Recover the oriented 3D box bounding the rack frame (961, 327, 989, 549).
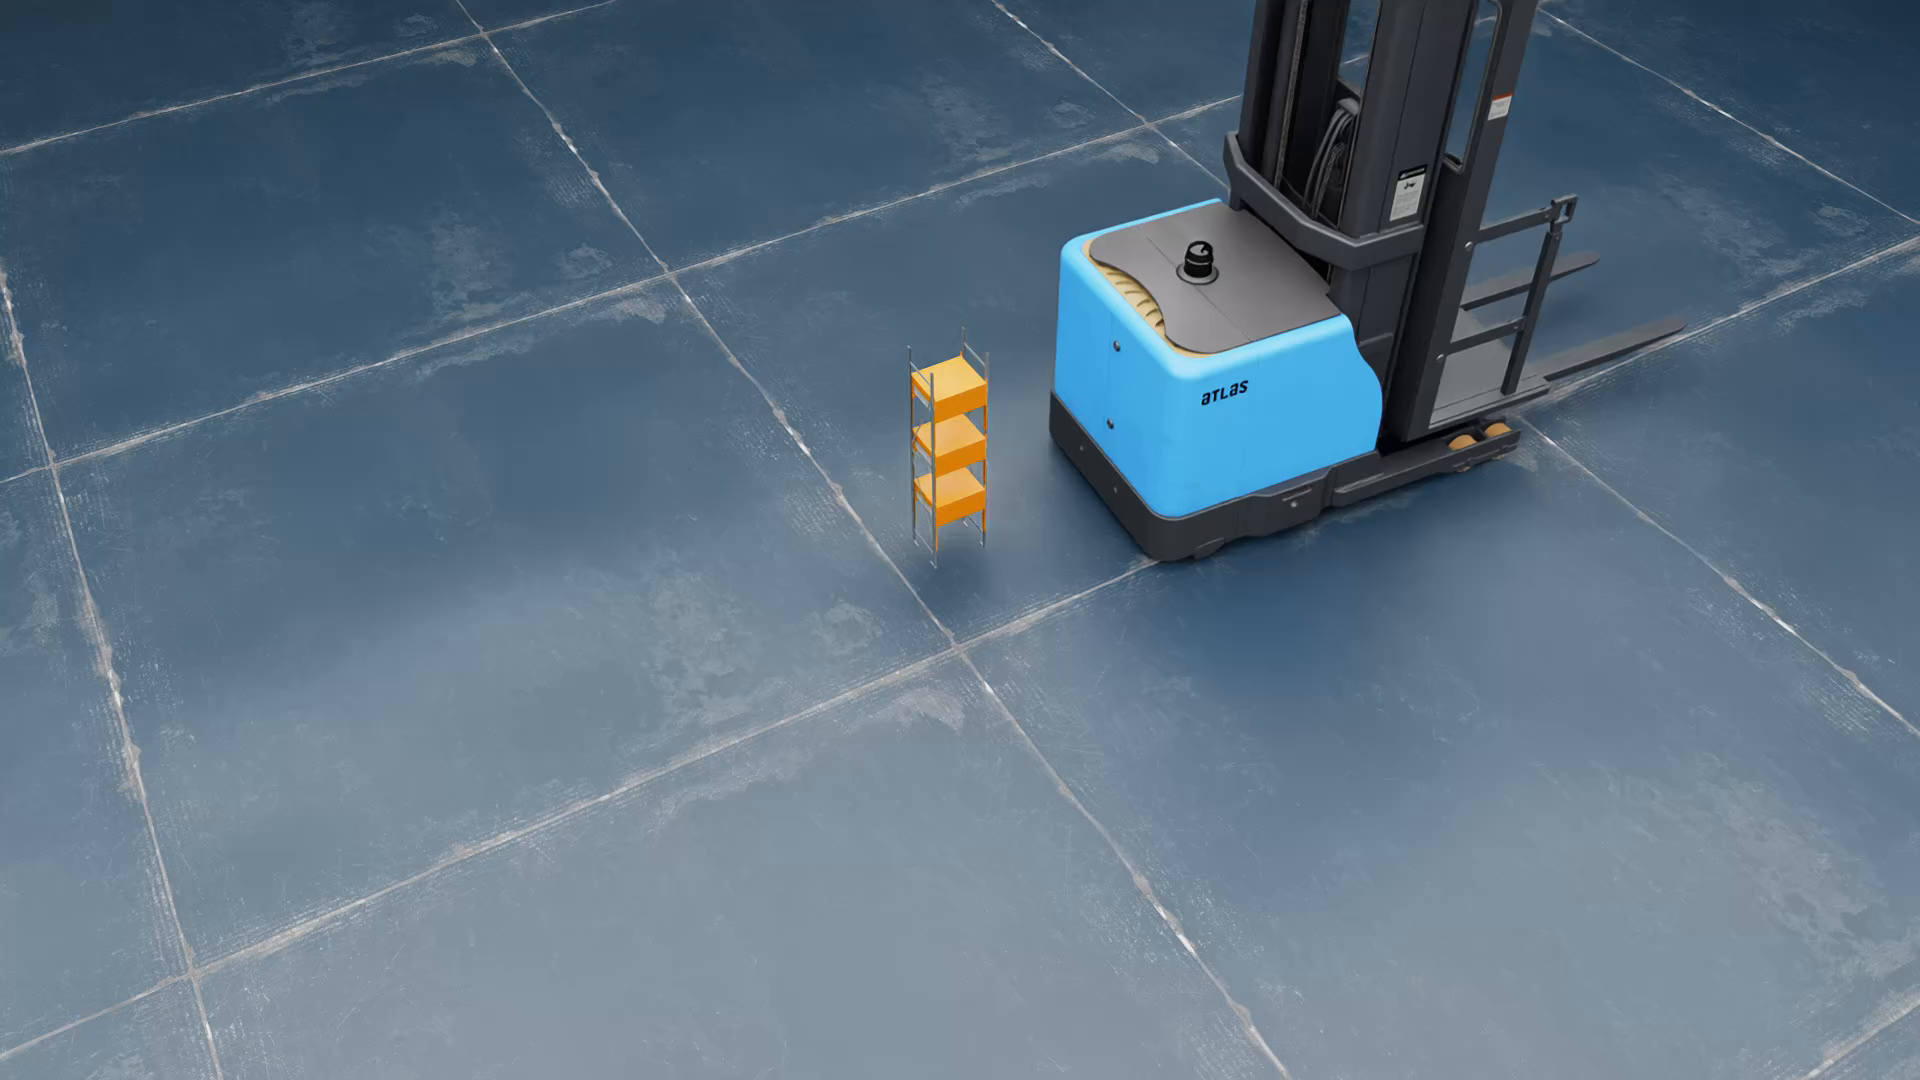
[{"bbox_3d":[0.059,-0.401,6.838,0.008,1.050,0.200,-22,48,-21],"label":"rack frame"}]

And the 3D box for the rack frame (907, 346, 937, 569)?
[{"bbox_3d":[-0.152,-0.316,6.751,0.008,1.050,0.200,-22,48,-21],"label":"rack frame"}]

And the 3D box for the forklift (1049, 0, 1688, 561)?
[{"bbox_3d":[1.963,-1.673,6.799,3.031,2.935,1.130,-19,47,-18],"label":"forklift"}]

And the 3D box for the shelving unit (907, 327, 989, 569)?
[{"bbox_3d":[-0.046,-0.358,6.795,0.252,1.050,0.215,-22,48,-21],"label":"shelving unit"}]

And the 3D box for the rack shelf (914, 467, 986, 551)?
[{"bbox_3d":[-0.046,-0.151,6.996,0.240,0.259,0.215,-22,48,-21],"label":"rack shelf"}]

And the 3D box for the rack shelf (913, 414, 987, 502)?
[{"bbox_3d":[-0.046,-0.351,6.802,0.240,0.259,0.215,-22,48,-21],"label":"rack shelf"}]

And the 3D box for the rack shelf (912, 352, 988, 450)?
[{"bbox_3d":[-0.046,-0.554,6.604,0.240,0.259,0.215,-22,48,-21],"label":"rack shelf"}]
